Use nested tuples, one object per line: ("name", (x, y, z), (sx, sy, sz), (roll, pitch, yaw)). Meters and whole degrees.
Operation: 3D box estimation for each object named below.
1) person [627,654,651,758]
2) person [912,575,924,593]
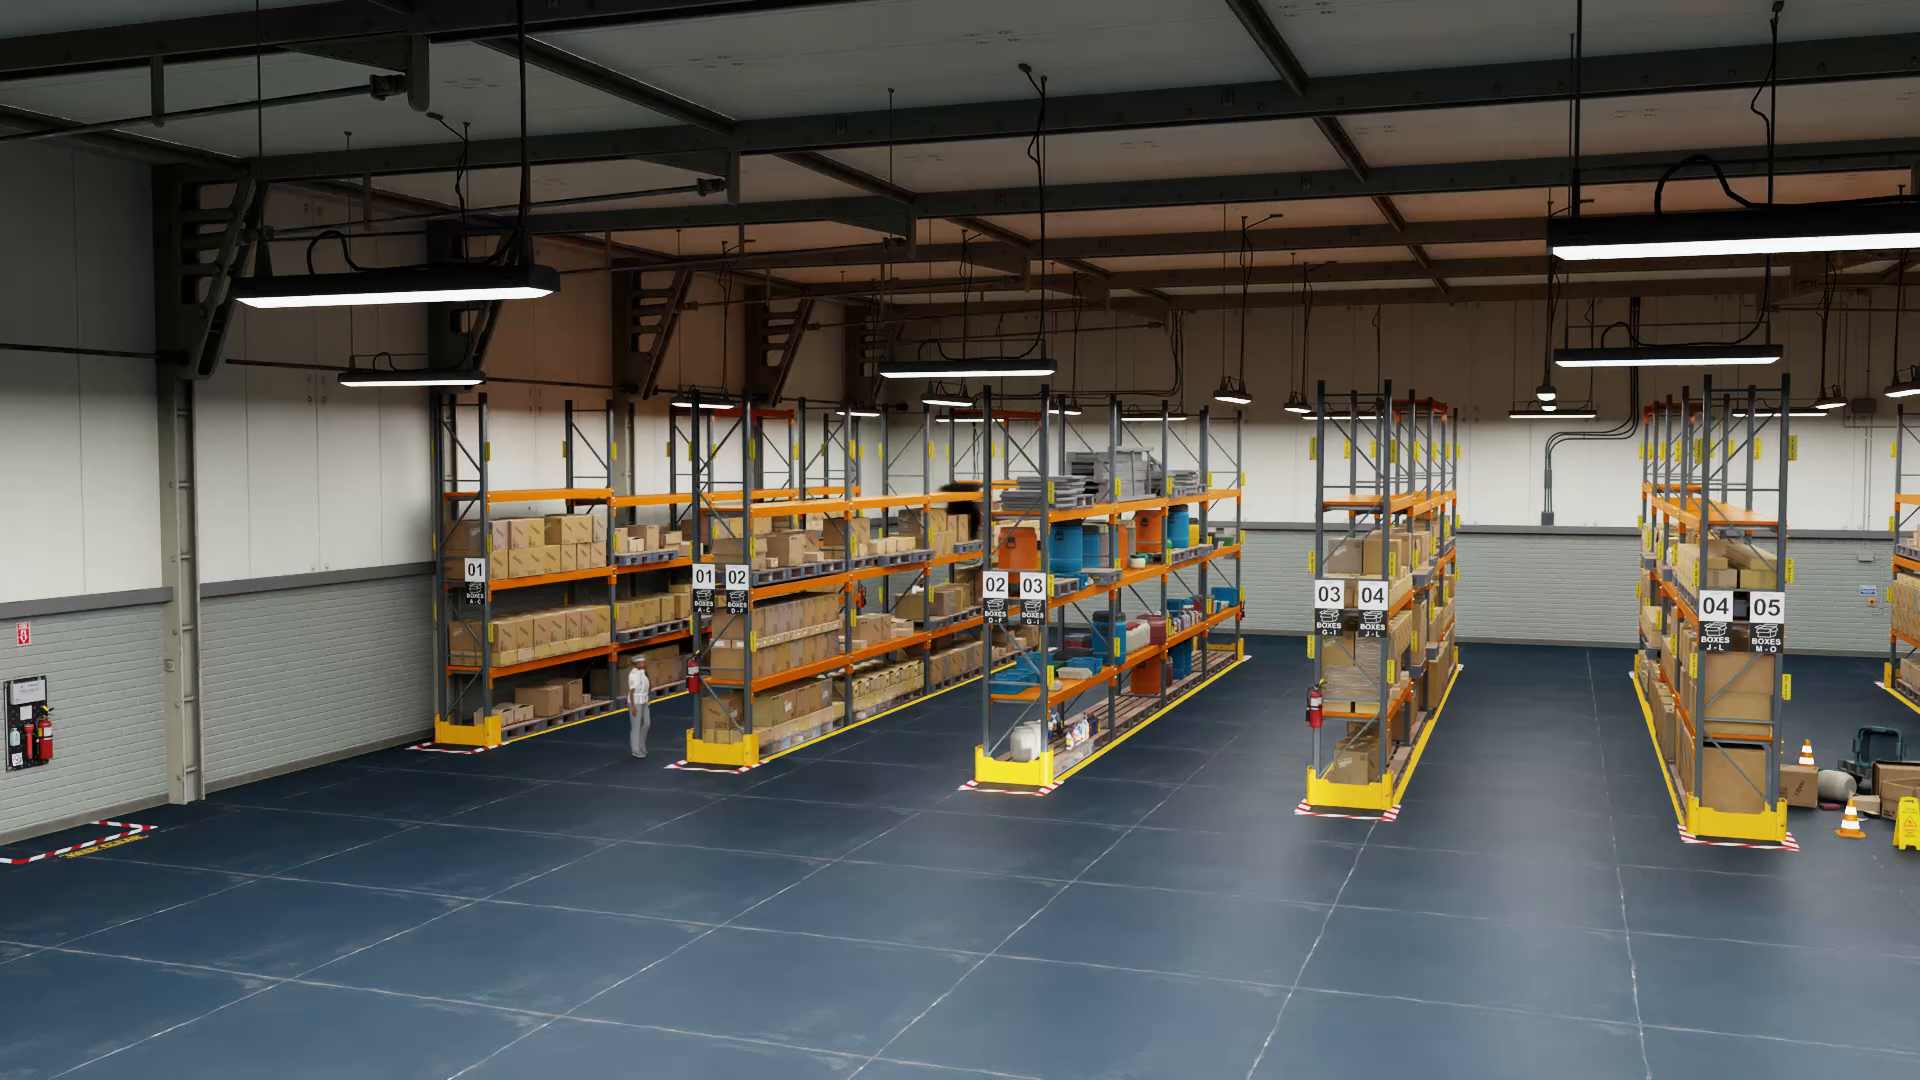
("person", (-5.291, 2.751, 27.401), (0.368, 1.767, 0.547), (1, 3, 13))
("person", (-0.975, 1.769, 41.890), (0.405, 1.778, 0.654), (2, 4, 38))
